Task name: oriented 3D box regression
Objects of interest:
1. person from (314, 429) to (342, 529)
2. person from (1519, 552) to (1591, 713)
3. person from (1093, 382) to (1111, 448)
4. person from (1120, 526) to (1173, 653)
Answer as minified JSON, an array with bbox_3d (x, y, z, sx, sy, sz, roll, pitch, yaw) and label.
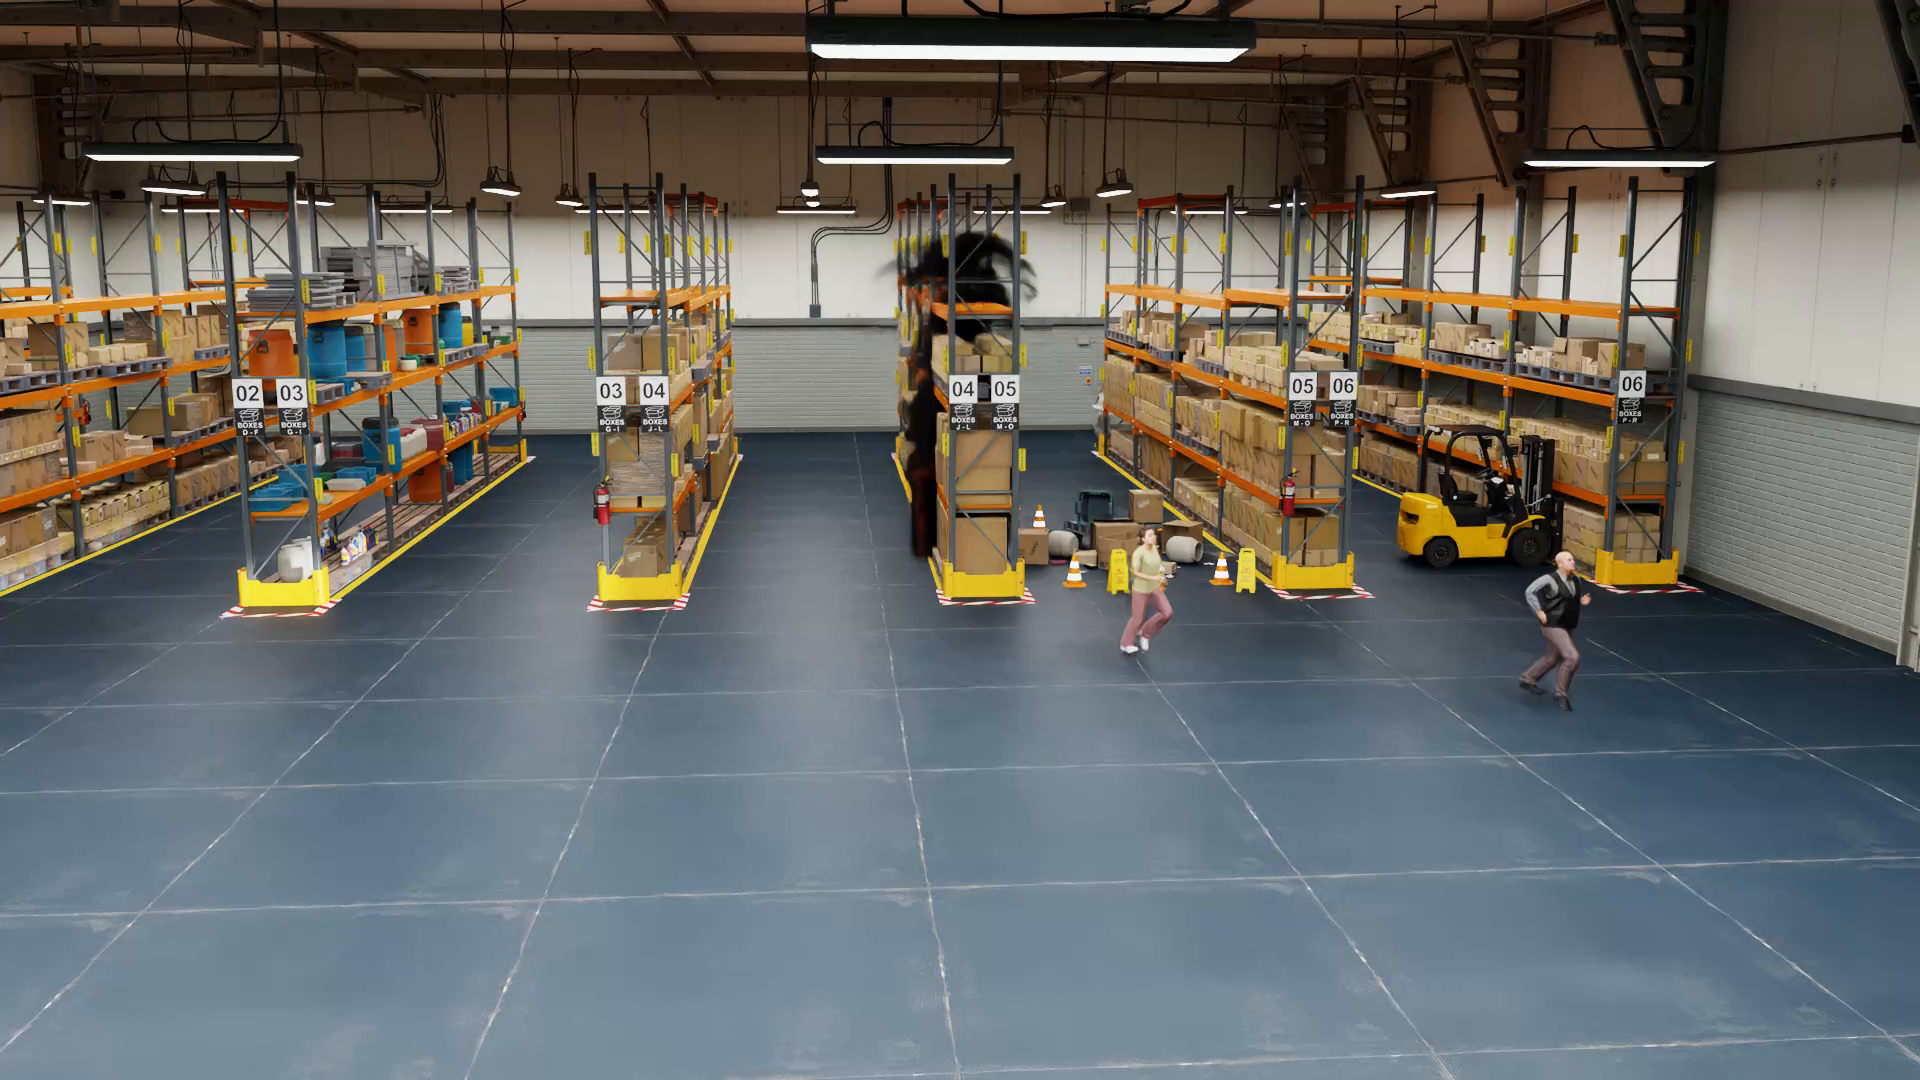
[{"bbox_3d":[-11.436,-1.126,30.053,0.655,1.777,0.811,-1,10,-6],"label":"person"},{"bbox_3d":[6.540,0.986,18.287,0.635,1.770,0.795,-8,13,-38],"label":"person"},{"bbox_3d":[3.642,-3.093,41.513,0.666,1.720,0.627,0,10,2],"label":"person"},{"bbox_3d":[2.306,0.614,20.437,0.592,1.616,0.745,-8,13,-39],"label":"person"}]
